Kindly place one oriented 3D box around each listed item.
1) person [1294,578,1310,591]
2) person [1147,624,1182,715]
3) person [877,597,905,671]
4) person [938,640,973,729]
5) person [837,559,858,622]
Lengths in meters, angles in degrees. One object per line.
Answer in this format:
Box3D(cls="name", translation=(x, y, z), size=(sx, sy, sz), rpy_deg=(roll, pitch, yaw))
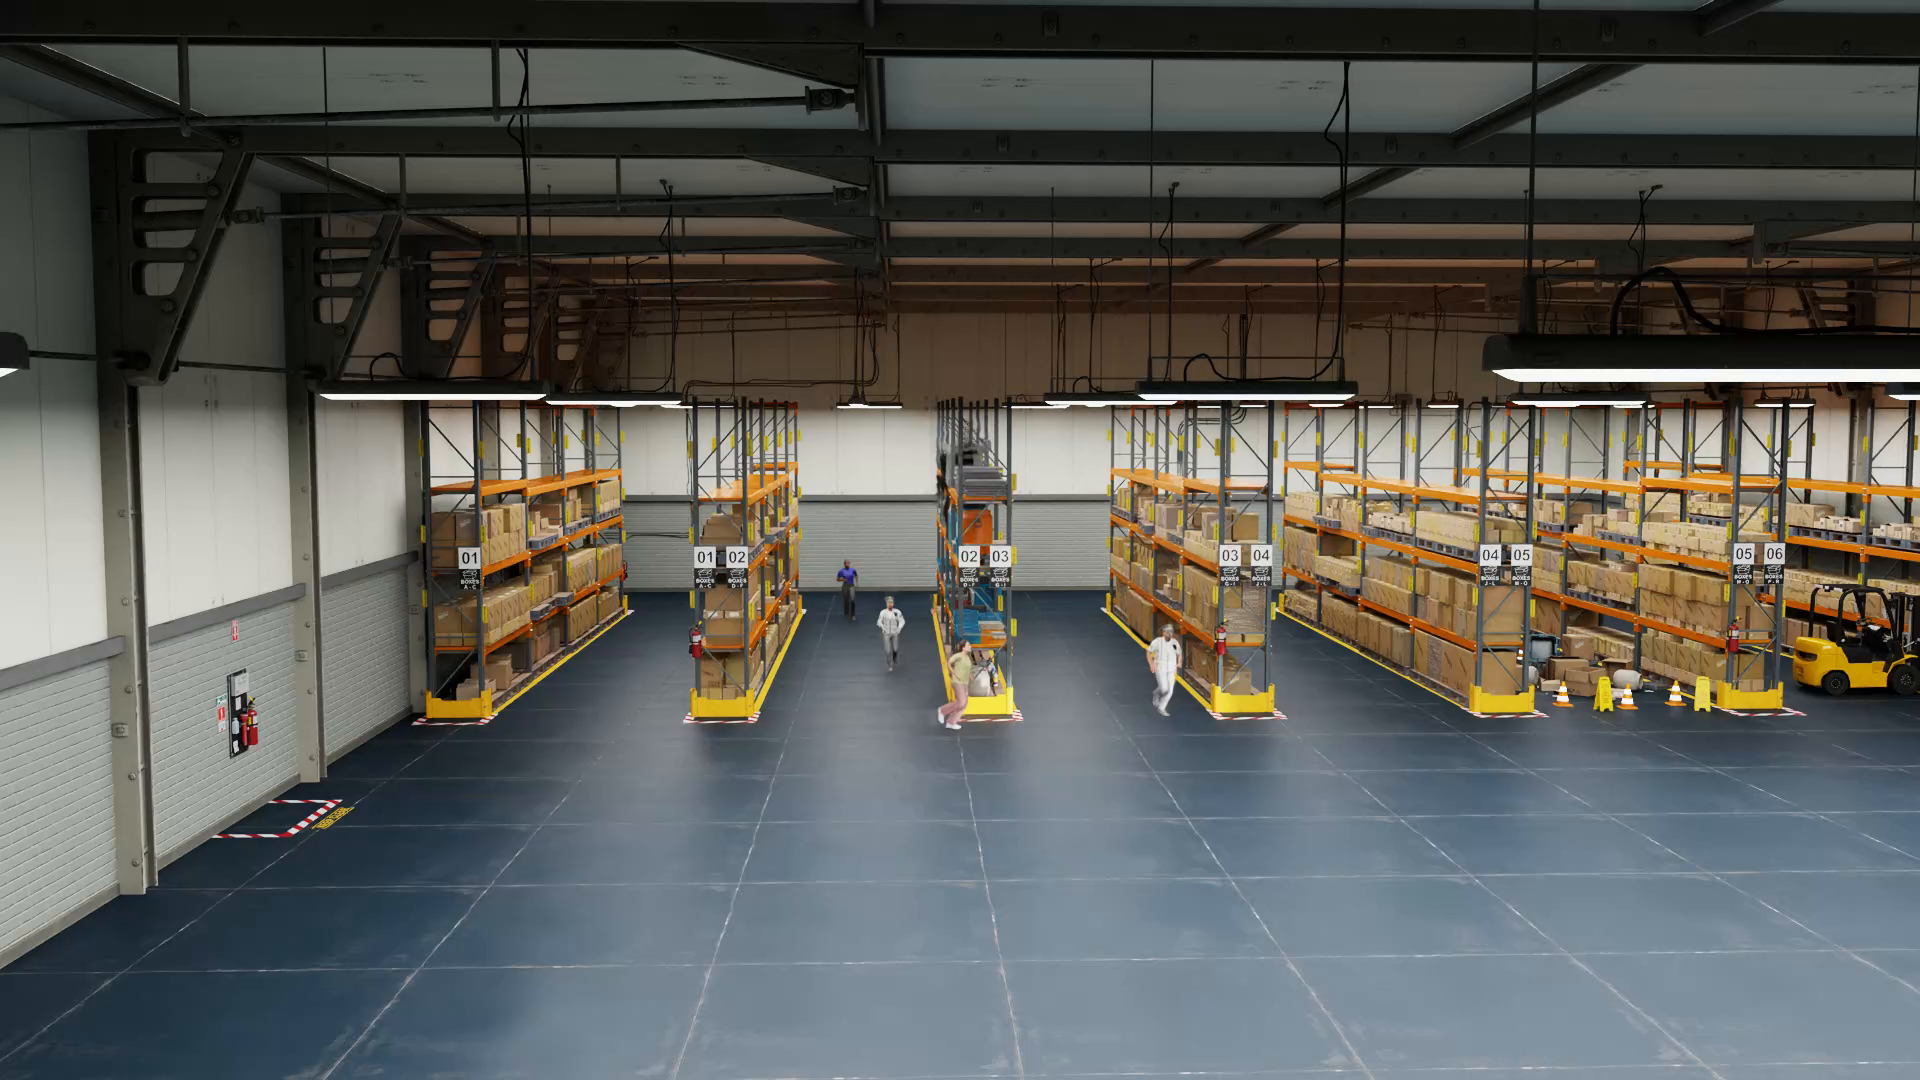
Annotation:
Box3D(cls="person", translation=(10.205, 1.106, 49.081), size=(0.678, 1.745, 0.645), rpy_deg=(0, 4, -4))
Box3D(cls="person", translation=(3.894, 2.439, 31.409), size=(0.667, 1.723, 0.546), rpy_deg=(-1, 4, -10))
Box3D(cls="person", translation=(-1.521, 2.070, 36.584), size=(0.607, 1.646, 0.555), rpy_deg=(0, 4, -1))
Box3D(cls="person", translation=(-0.042, 2.599, 30.219), size=(0.563, 1.579, 0.652), rpy_deg=(3, 5, 31))
Box3D(cls="person", translation=(-3.083, 1.369, 45.547), size=(0.593, 1.700, 0.738), rpy_deg=(-1, 4, -9))
